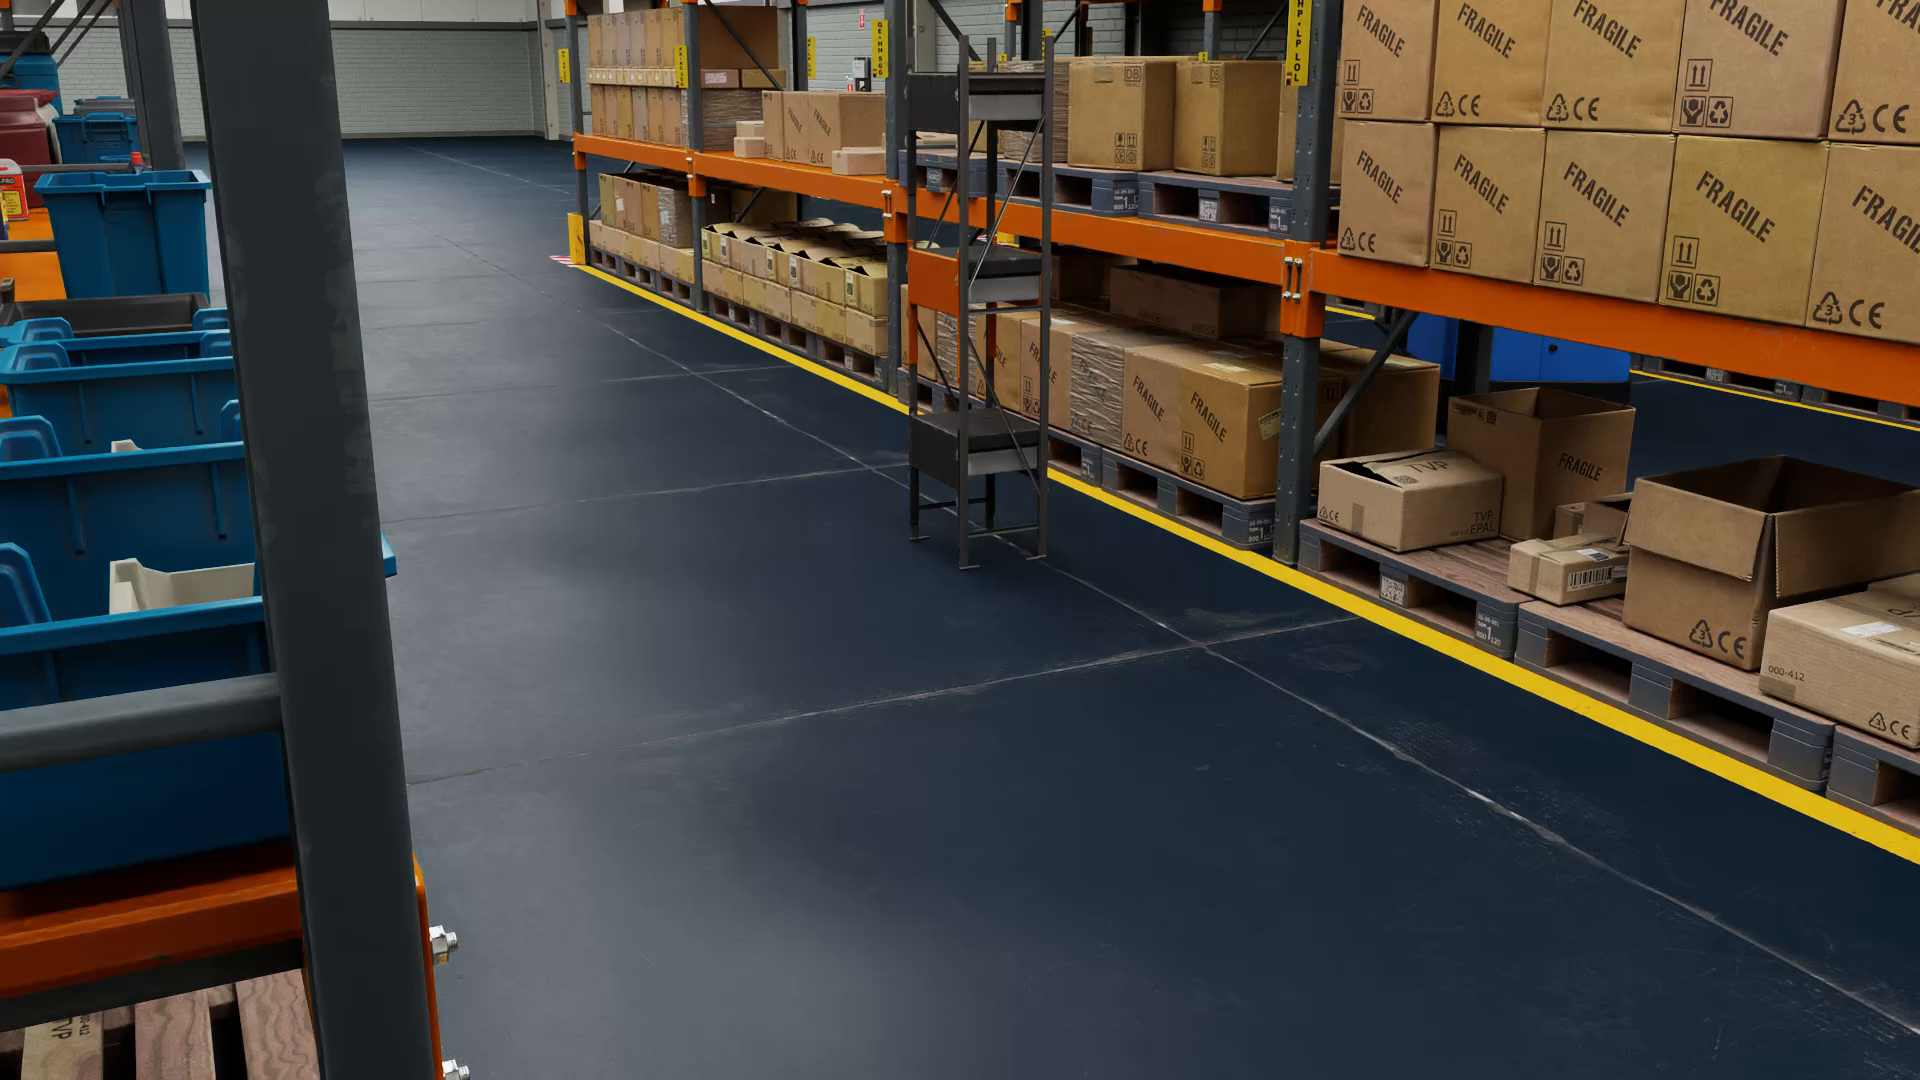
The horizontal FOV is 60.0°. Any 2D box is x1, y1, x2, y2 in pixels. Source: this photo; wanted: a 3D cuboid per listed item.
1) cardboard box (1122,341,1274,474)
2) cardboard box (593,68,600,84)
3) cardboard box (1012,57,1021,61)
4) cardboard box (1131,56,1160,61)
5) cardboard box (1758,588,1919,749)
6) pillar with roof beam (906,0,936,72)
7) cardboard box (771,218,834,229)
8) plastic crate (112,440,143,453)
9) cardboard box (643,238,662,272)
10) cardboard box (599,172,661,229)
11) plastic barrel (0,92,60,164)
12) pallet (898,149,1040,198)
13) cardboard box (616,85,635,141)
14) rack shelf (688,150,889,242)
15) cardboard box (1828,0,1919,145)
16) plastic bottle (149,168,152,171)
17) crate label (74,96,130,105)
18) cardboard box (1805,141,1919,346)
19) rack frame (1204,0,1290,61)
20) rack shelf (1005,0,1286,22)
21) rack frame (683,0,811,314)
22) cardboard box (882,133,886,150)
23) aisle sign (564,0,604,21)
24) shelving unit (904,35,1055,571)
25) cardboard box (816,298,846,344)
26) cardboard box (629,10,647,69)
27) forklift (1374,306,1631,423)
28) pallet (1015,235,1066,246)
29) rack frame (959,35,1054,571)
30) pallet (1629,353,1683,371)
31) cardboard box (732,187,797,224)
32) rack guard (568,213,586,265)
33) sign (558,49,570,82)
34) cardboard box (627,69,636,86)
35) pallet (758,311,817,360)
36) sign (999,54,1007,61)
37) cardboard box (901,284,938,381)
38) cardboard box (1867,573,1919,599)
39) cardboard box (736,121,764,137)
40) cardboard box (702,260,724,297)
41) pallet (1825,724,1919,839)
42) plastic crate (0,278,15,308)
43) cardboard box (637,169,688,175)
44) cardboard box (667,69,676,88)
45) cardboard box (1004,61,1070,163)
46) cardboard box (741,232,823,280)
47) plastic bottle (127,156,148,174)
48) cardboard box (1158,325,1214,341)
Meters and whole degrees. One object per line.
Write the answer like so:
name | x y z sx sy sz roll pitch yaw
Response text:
cardboard box | 1.098 -0.624 7.722 0.500 0.500 0.500 -8 18 -25
cardboard box | -3.380 -4.550 16.310 0.380 0.149 0.250 -8 18 -26
cardboard box | 0.914 -5.121 18.535 0.500 0.500 0.500 -8 18 -25
cardboard box | 2.019 -4.487 16.325 0.500 0.500 0.500 -8 18 -25
cardboard box | 2.685 0.355 4.763 0.500 0.250 0.500 -8 18 -25
pillar with roof beam | -4.439 -8.760 21.463 9.100 9.000 0.400 -8 18 -25
cardboard box | -1.289 -2.471 13.629 0.500 0.311 0.500 -8 18 -25
plastic crate | -1.096 -0.074 2.441 0.250 0.136 0.298 -8 18 -25
cardboard box | -2.566 -2.603 15.106 0.500 0.250 0.500 -8 18 -25
cardboard box | -3.220 -3.335 16.300 0.500 0.500 0.500 -8 18 -25
plastic barrel | -5.445 -2.301 9.586 0.433 0.535 0.433 0 16 0
pallet | 0.389 -2.143 9.628 1.213 0.211 1.003 -8 18 -25
cardboard box | -2.836 -4.056 15.764 0.700 0.500 0.500 -8 18 -25
rack shelf | -0.847 -2.545 11.985 1.077 0.370 4.000 -8 18 -25
cardboard box | 2.638 -1.270 4.244 0.500 0.500 0.500 -7 17 -23
plastic bottle | -3.364 -1.409 6.934 0.061 0.283 0.133 -8 18 -25
crate label | -6.881 -3.374 13.506 0.502 0.435 0.616 -8 18 -25
cardboard box | 2.648 -0.790 4.384 0.500 0.500 0.500 -8 18 -24
rack frame | 2.728 -3.986 15.703 1.000 3.000 0.127 -8 18 -25
rack shelf | 1.852 -5.578 17.117 1.077 0.370 4.000 -8 18 -25
rack frame | -1.724 -3.387 13.614 1.000 3.000 0.127 -8 18 -25
cardboard box | -0.189 -2.597 11.024 0.500 0.311 0.500 -8 18 -26
aisle sign | -3.780 -5.607 16.639 0.394 0.787 0.004 -8 18 -25
shelving unit | 0.072 -0.968 6.818 0.431 2.100 0.503 -8 18 -25
cardboard box | -0.650 -1.503 11.275 0.500 0.250 0.500 -8 18 -26
cardboard box | -2.583 -4.541 15.103 0.700 0.500 0.500 -8 18 -25
forklift | 3.276 -2.399 10.297 1.130 2.935 3.031 1 16 3
pallet | 1.333 -3.413 18.761 1.003 0.211 1.213 -8 18 -25
rack frame | 0.179 -0.908 6.607 0.400 2.100 0.015 -8 18 -25
pallet | 4.758 -1.449 11.918 1.003 0.211 1.213 -8 18 -25
cardboard box | -1.645 -2.780 14.364 0.500 0.500 0.500 -8 18 -25
rack guard | -3.487 -3.183 17.435 1.175 0.500 0.348 -8 18 -25
sign | -3.978 -4.767 16.711 0.100 0.325 0.005 -8 18 -25
cardboard box | -2.825 -4.234 15.208 0.380 0.149 0.250 -7 18 -24
pallet | -0.827 -1.565 12.323 1.003 0.211 1.213 -8 18 -25
sign | 0.488 -5.328 18.811 0.100 0.325 0.005 -8 18 -25
cardboard box | -0.029 -1.257 9.928 0.500 0.500 0.500 -7 17 -23
cardboard box | 3.112 0.282 5.017 0.500 0.250 0.500 -8 18 -25
cardboard box | -1.469 -3.198 13.227 0.500 0.250 0.500 -6 17 -21
cardboard box | -1.770 -2.137 13.482 0.500 0.250 0.500 -8 18 -26
pallet | 3.150 0.713 4.384 1.003 0.211 1.213 -8 18 -25
plastic crate | -2.598 -0.575 4.184 0.396 0.136 0.243 -8 18 -25
cardboard box | -2.974 -3.522 16.950 0.500 0.500 0.500 -8 18 -25
cardboard box | -2.259 -3.914 14.095 0.380 0.149 0.250 -8 18 -27
cardboard box | 0.635 -2.252 8.718 0.700 0.500 0.500 -4 17 -14
cardboard box | -1.324 -2.151 12.514 0.500 0.311 0.500 -8 18 -27
plastic bottle | -3.193 -1.318 6.494 0.144 0.351 0.185 -8 18 -25
cardboard box | 1.332 -0.818 8.397 0.500 0.500 0.500 -7 18 -24
